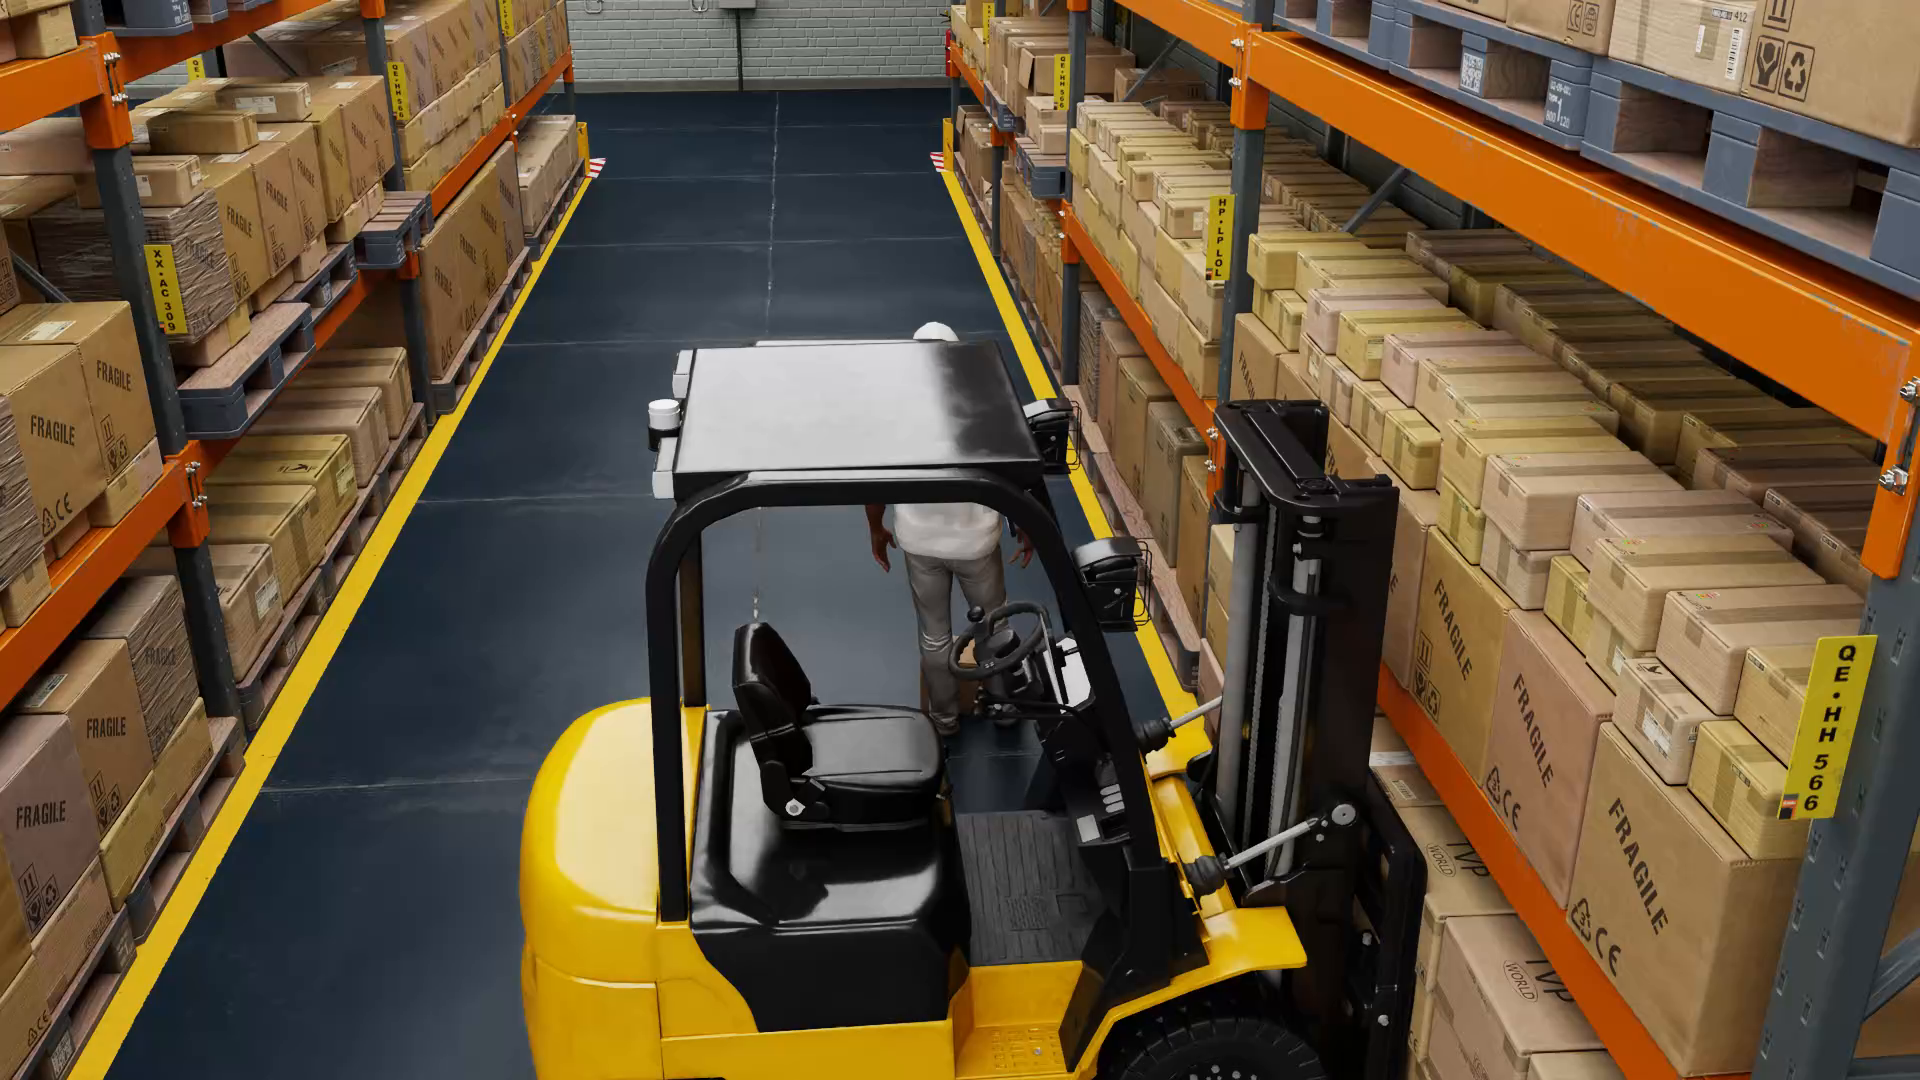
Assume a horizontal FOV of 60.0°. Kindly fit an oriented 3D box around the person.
[{"bbox_3d":[-0.029,-0.042,6.644,0.665,1.765,0.577,3,24,7],"label":"person"}]
